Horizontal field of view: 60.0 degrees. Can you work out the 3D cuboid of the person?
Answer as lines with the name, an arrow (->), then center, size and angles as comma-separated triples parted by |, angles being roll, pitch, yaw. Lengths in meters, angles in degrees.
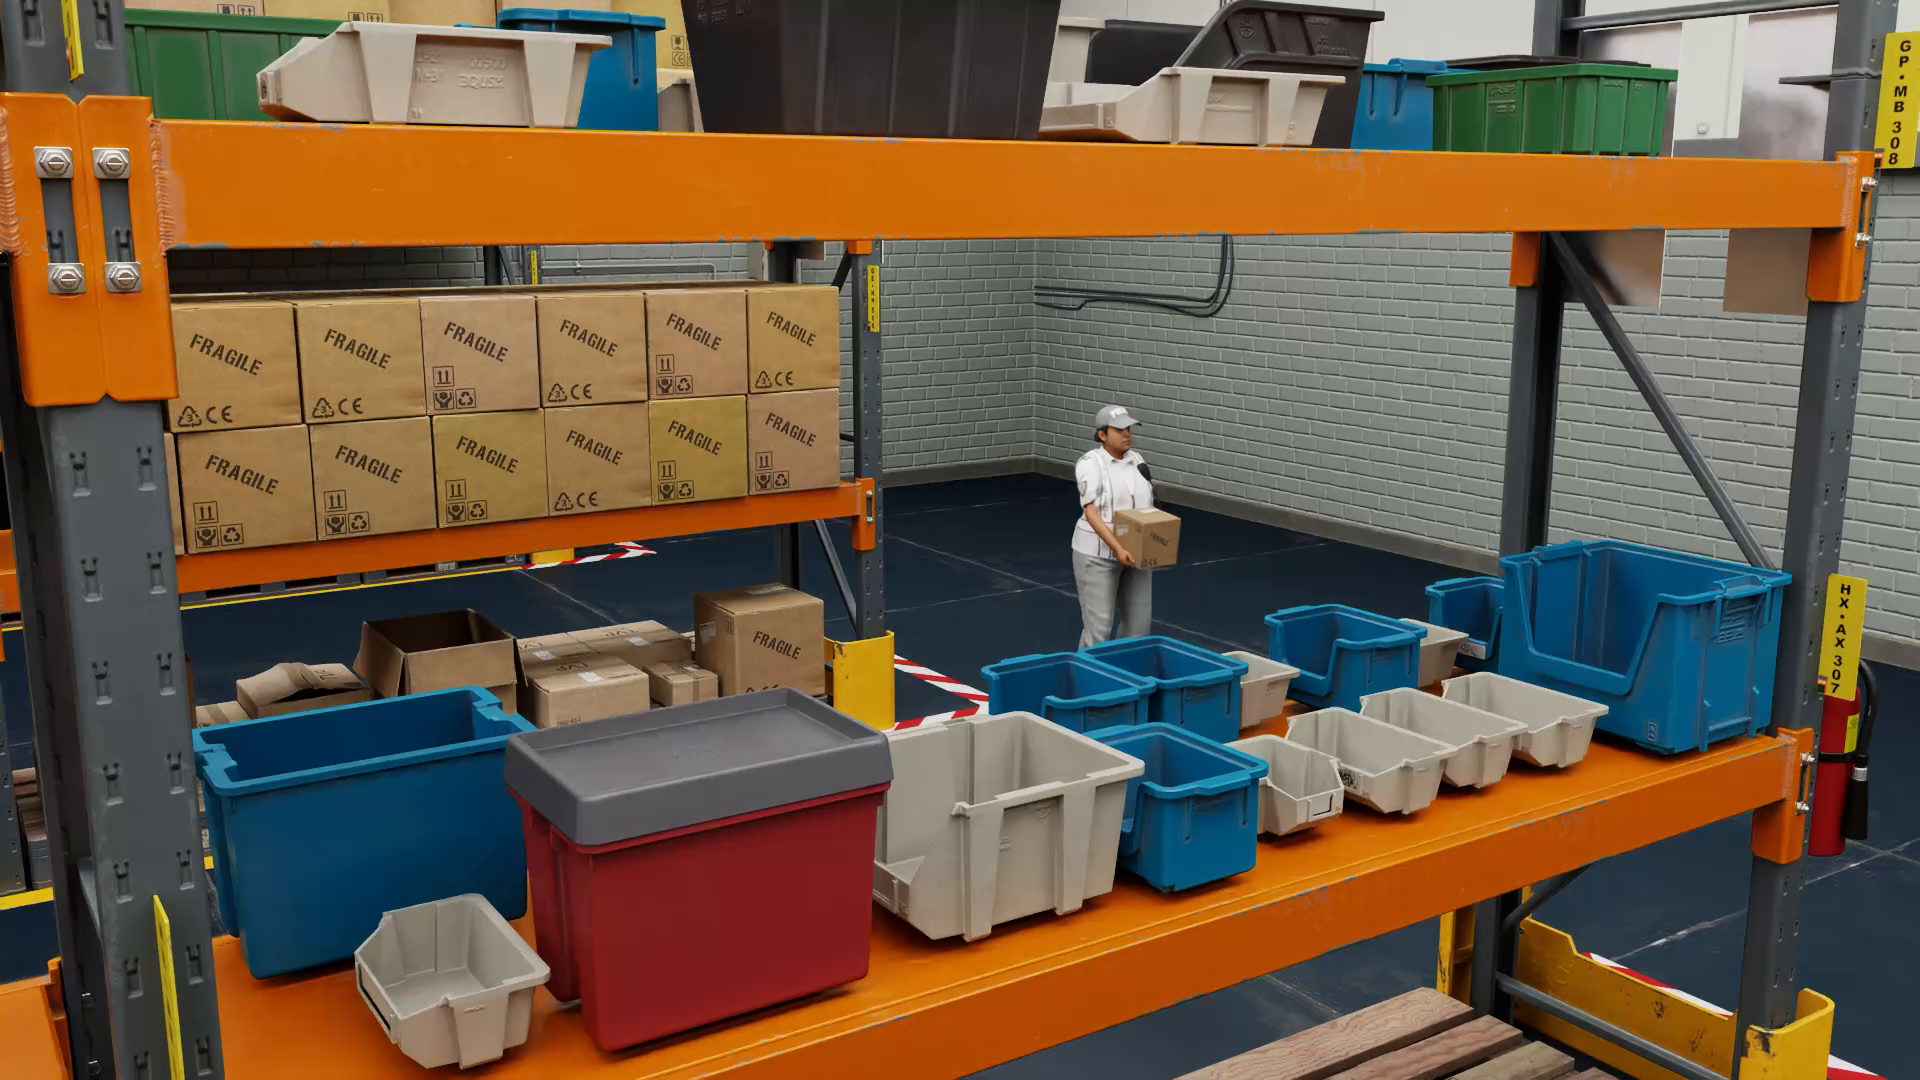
person -> 0.871, 0.115, 8.894 | 0.454, 1.655, 0.535 | -7, 13, -32
